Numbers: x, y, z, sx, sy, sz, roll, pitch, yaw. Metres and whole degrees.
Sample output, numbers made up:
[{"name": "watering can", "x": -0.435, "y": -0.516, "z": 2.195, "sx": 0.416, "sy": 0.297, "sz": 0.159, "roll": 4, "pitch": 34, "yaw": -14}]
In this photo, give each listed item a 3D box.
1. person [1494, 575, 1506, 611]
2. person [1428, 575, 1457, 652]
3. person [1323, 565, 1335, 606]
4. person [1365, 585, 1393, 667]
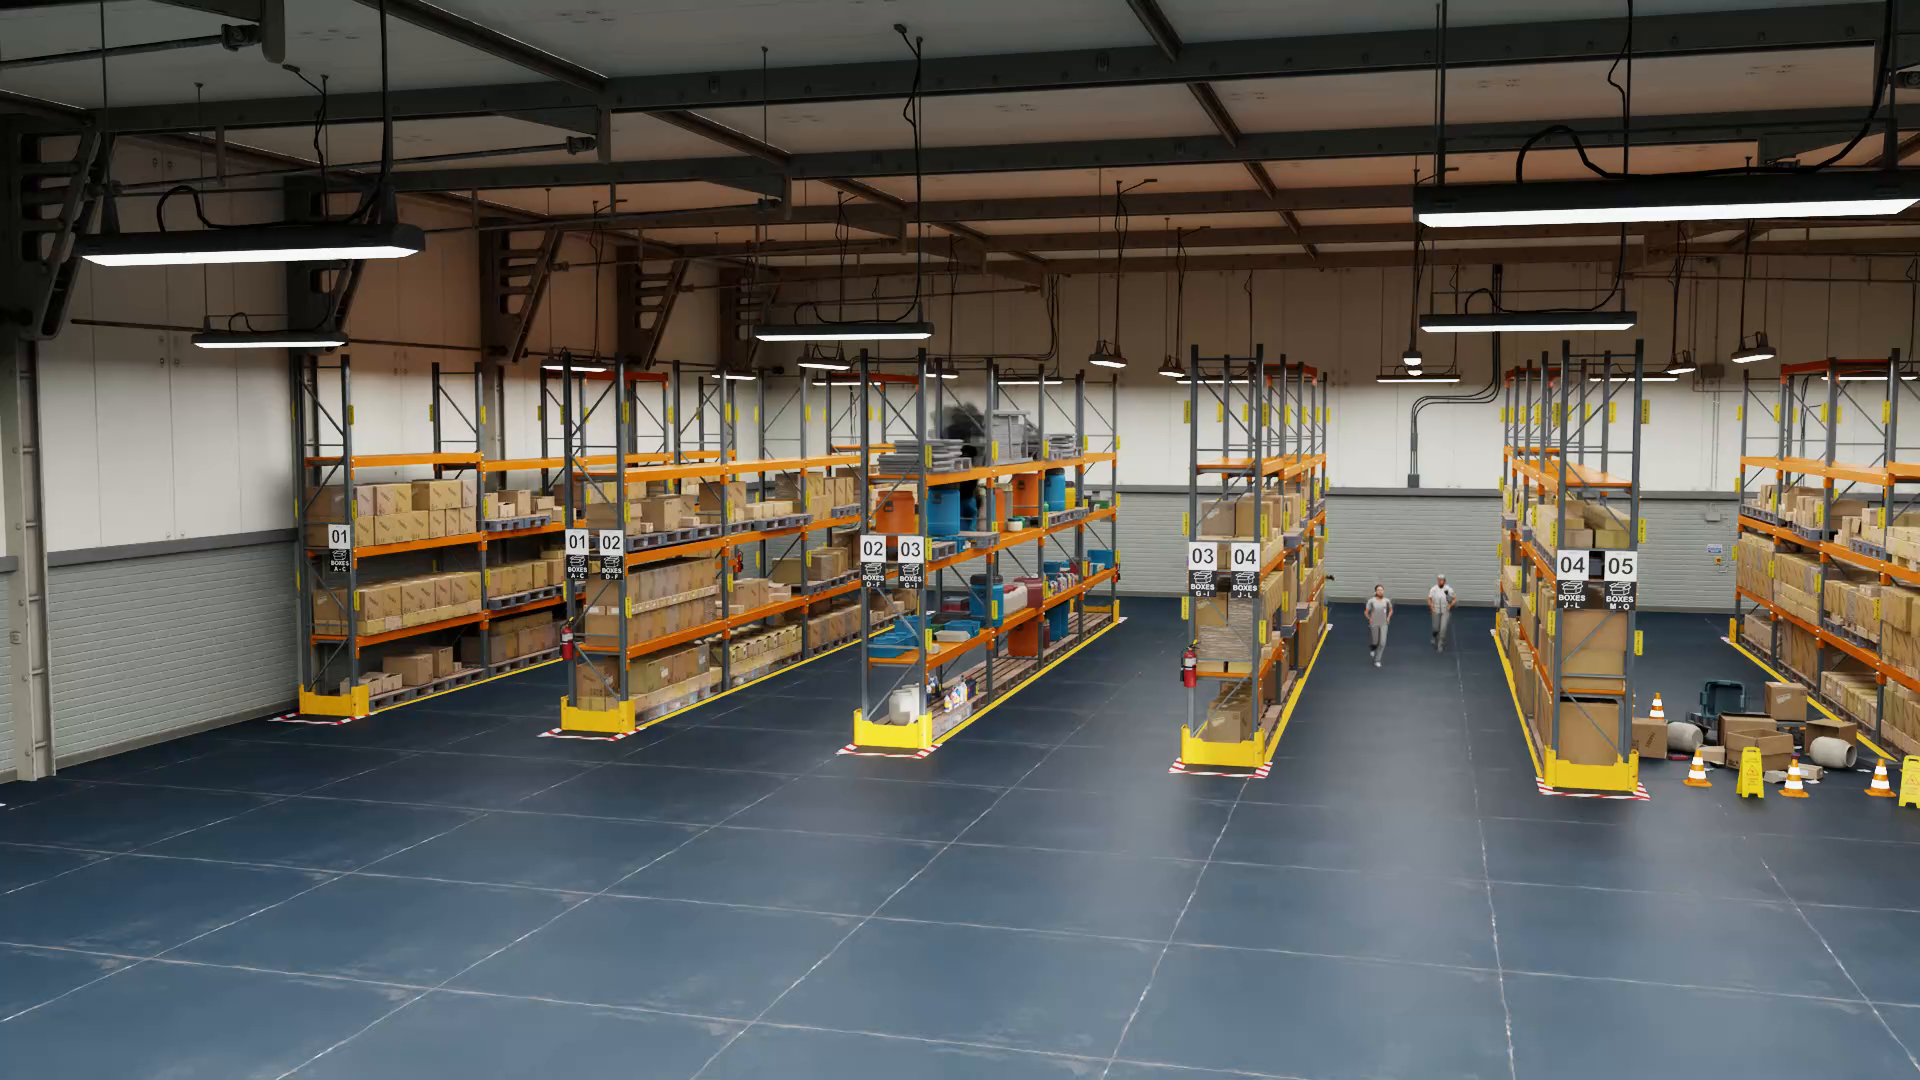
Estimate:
[{"name": "person", "x": 12.882, "y": 1.235, "z": 39.157, "sx": 0.579, "sy": 1.697, "sz": 0.796, "roll": 1, "pitch": 4, "yaw": 11}, {"name": "person", "x": 10.258, "y": 1.548, "z": 35.385, "sx": 0.602, "sy": 1.643, "sz": 0.601, "roll": 2, "pitch": 5, "yaw": 21}, {"name": "person", "x": 8.661, "y": 1.143, "z": 40.000, "sx": 0.594, "sy": 1.713, "sz": 0.708, "roll": 4, "pitch": 6, "yaw": 43}, {"name": "person", "x": 8.375, "y": 1.702, "z": 33.236, "sx": 0.563, "sy": 1.624, "sz": 0.677, "roll": 0, "pitch": 4, "yaw": 6}]
